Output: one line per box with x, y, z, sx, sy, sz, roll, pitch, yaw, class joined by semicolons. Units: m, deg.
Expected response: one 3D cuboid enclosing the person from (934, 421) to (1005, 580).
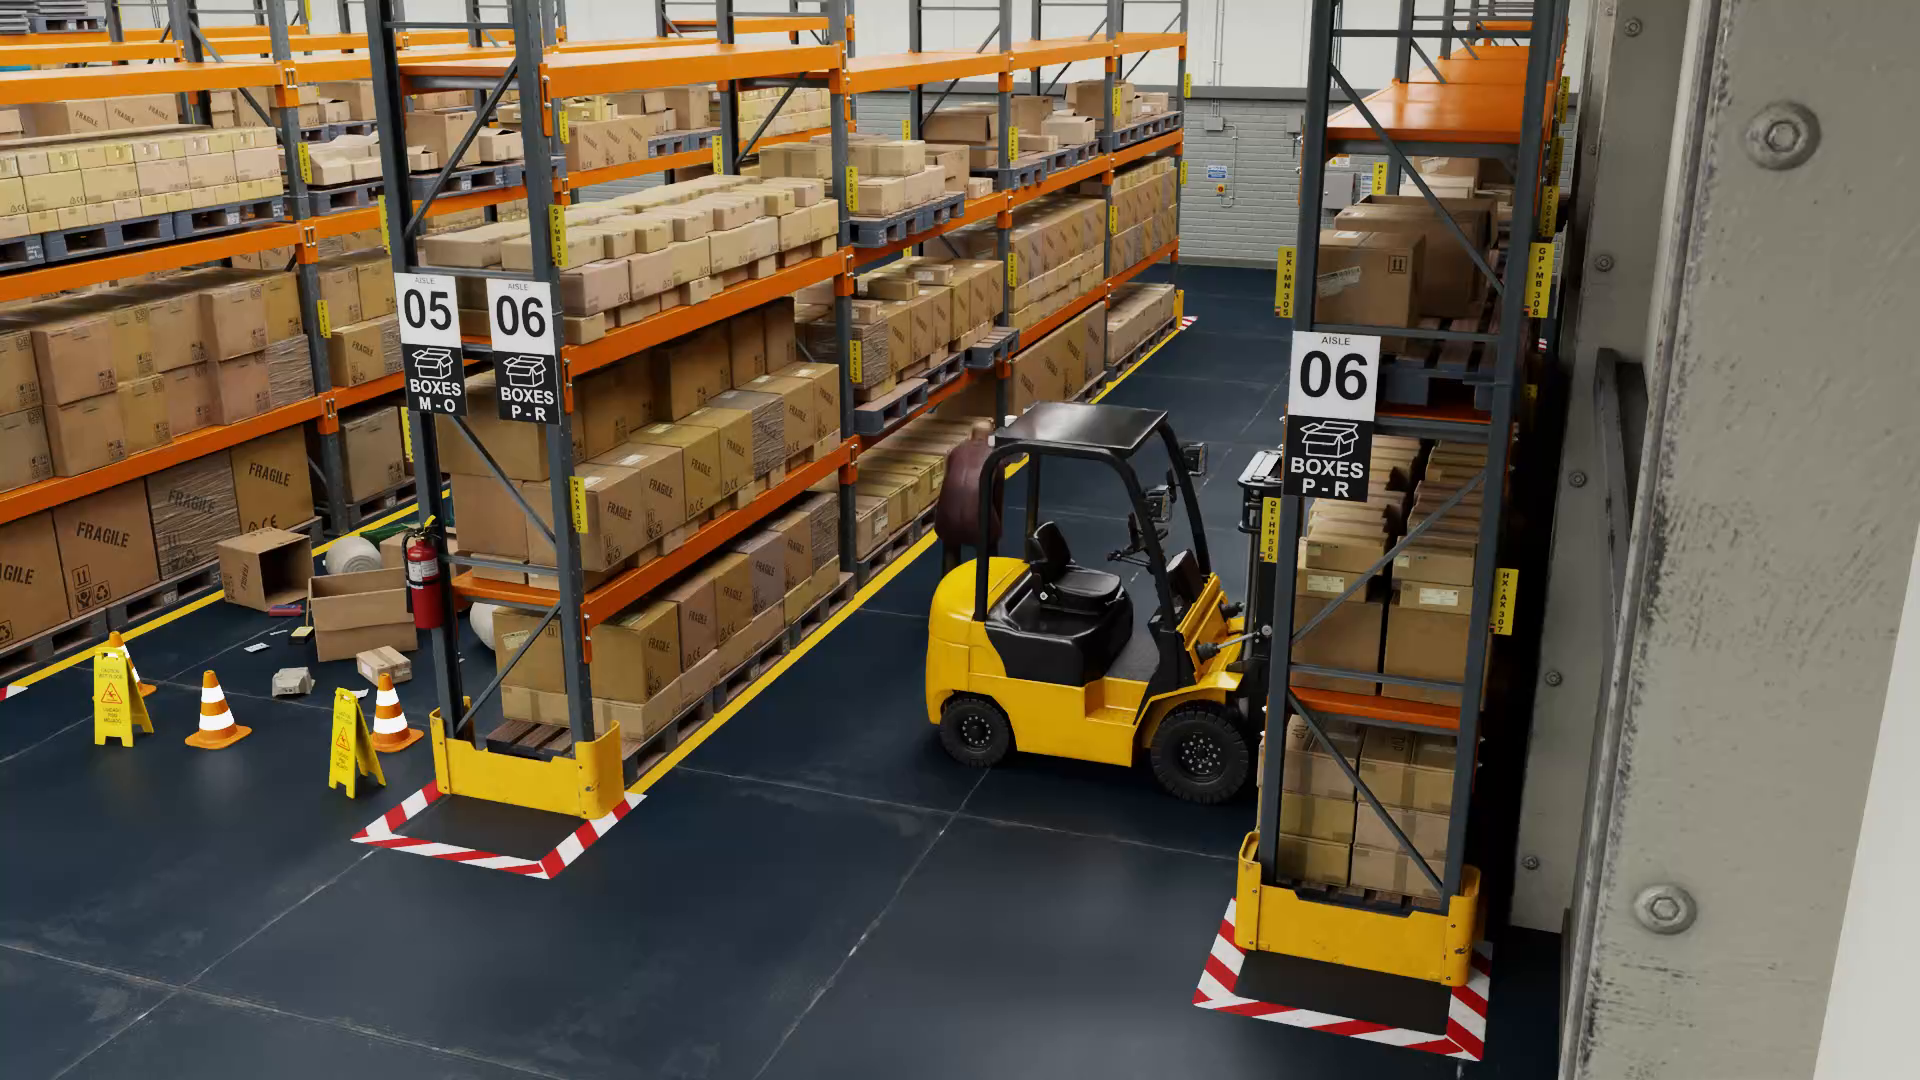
0.113;-0.156;13.114;0.551;1.429;0.860;5;19;14;person
